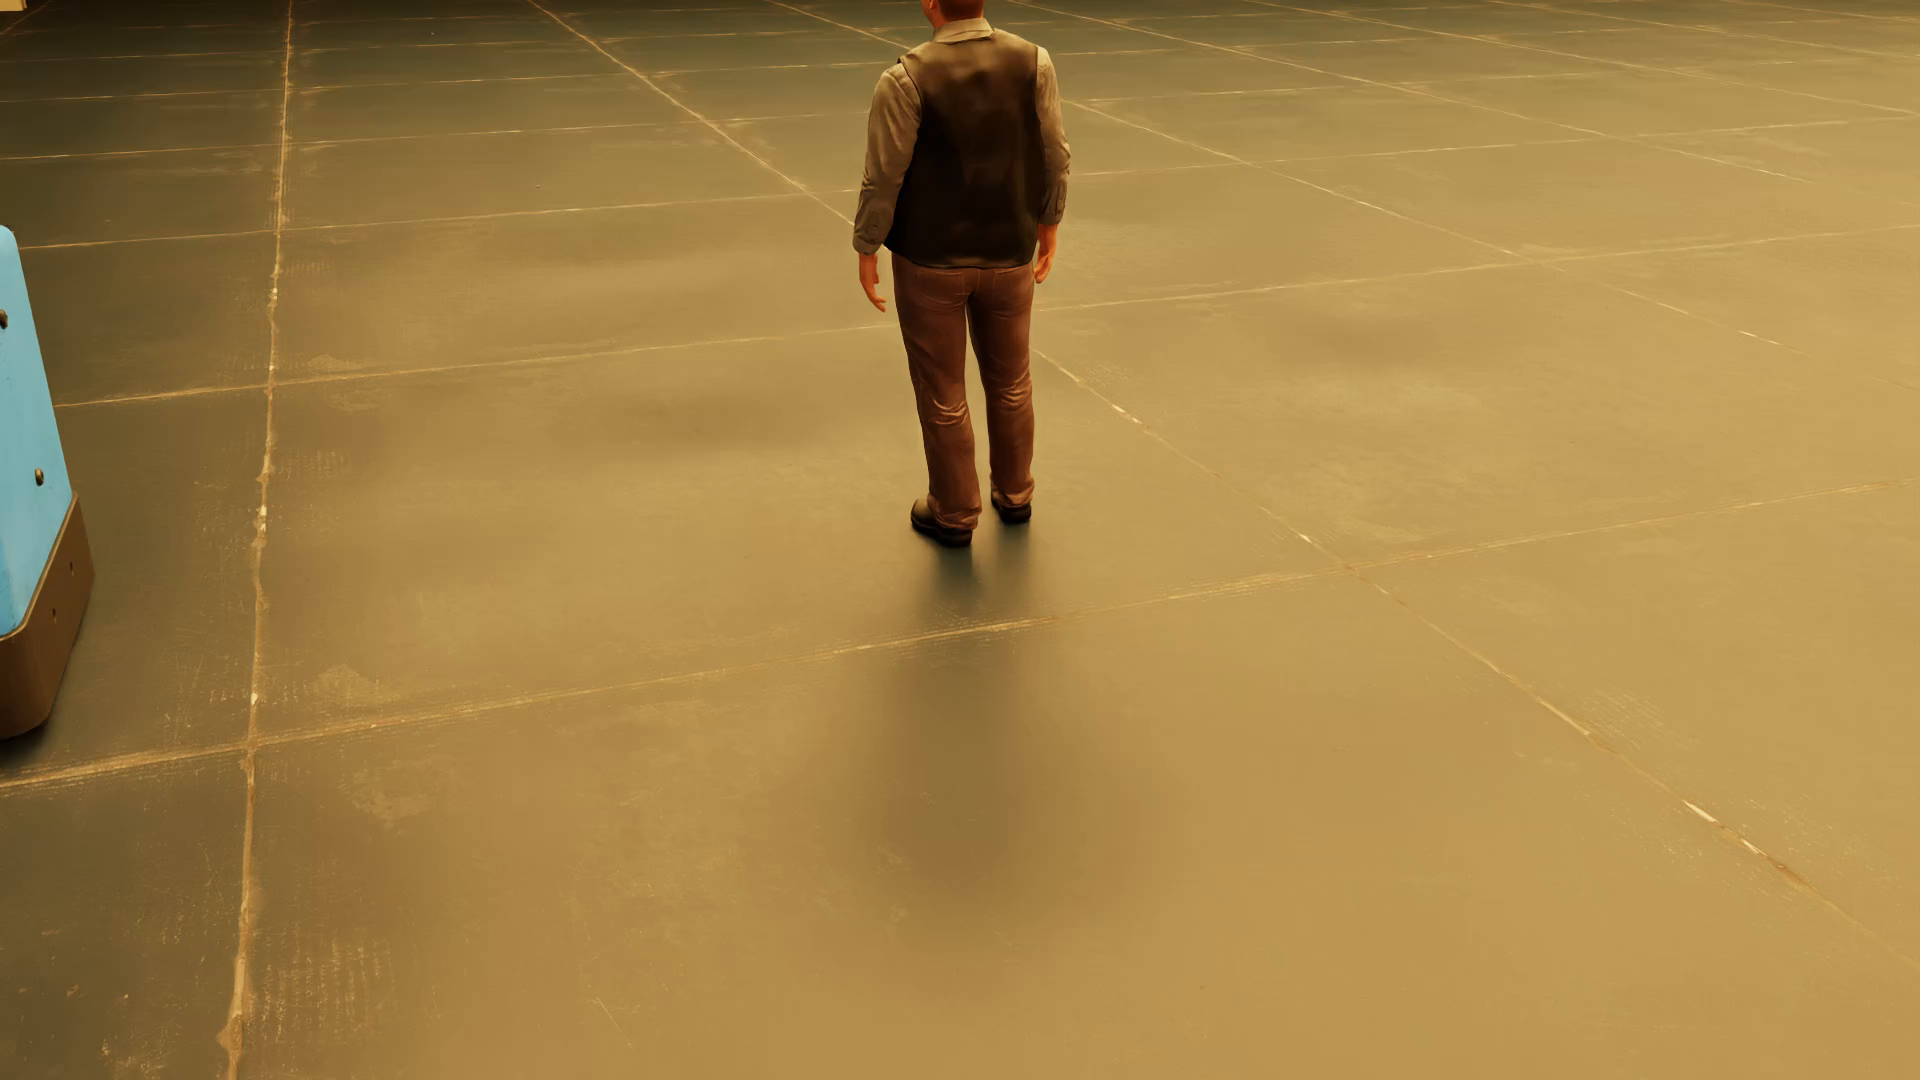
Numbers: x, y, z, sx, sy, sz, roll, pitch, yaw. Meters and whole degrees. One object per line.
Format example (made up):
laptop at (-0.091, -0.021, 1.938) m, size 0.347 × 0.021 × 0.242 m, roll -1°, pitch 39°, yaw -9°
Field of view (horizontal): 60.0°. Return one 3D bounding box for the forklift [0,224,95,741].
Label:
forklift at (-3.714, -0.837, 3.289) m, size 3.031 × 2.935 × 1.130 m, roll -8°, pitch 24°, yaw -17°

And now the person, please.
person at (-0.015, -0.824, 4.800) m, size 0.634 × 1.722 × 0.566 m, roll -8°, pitch 24°, yaw -18°
